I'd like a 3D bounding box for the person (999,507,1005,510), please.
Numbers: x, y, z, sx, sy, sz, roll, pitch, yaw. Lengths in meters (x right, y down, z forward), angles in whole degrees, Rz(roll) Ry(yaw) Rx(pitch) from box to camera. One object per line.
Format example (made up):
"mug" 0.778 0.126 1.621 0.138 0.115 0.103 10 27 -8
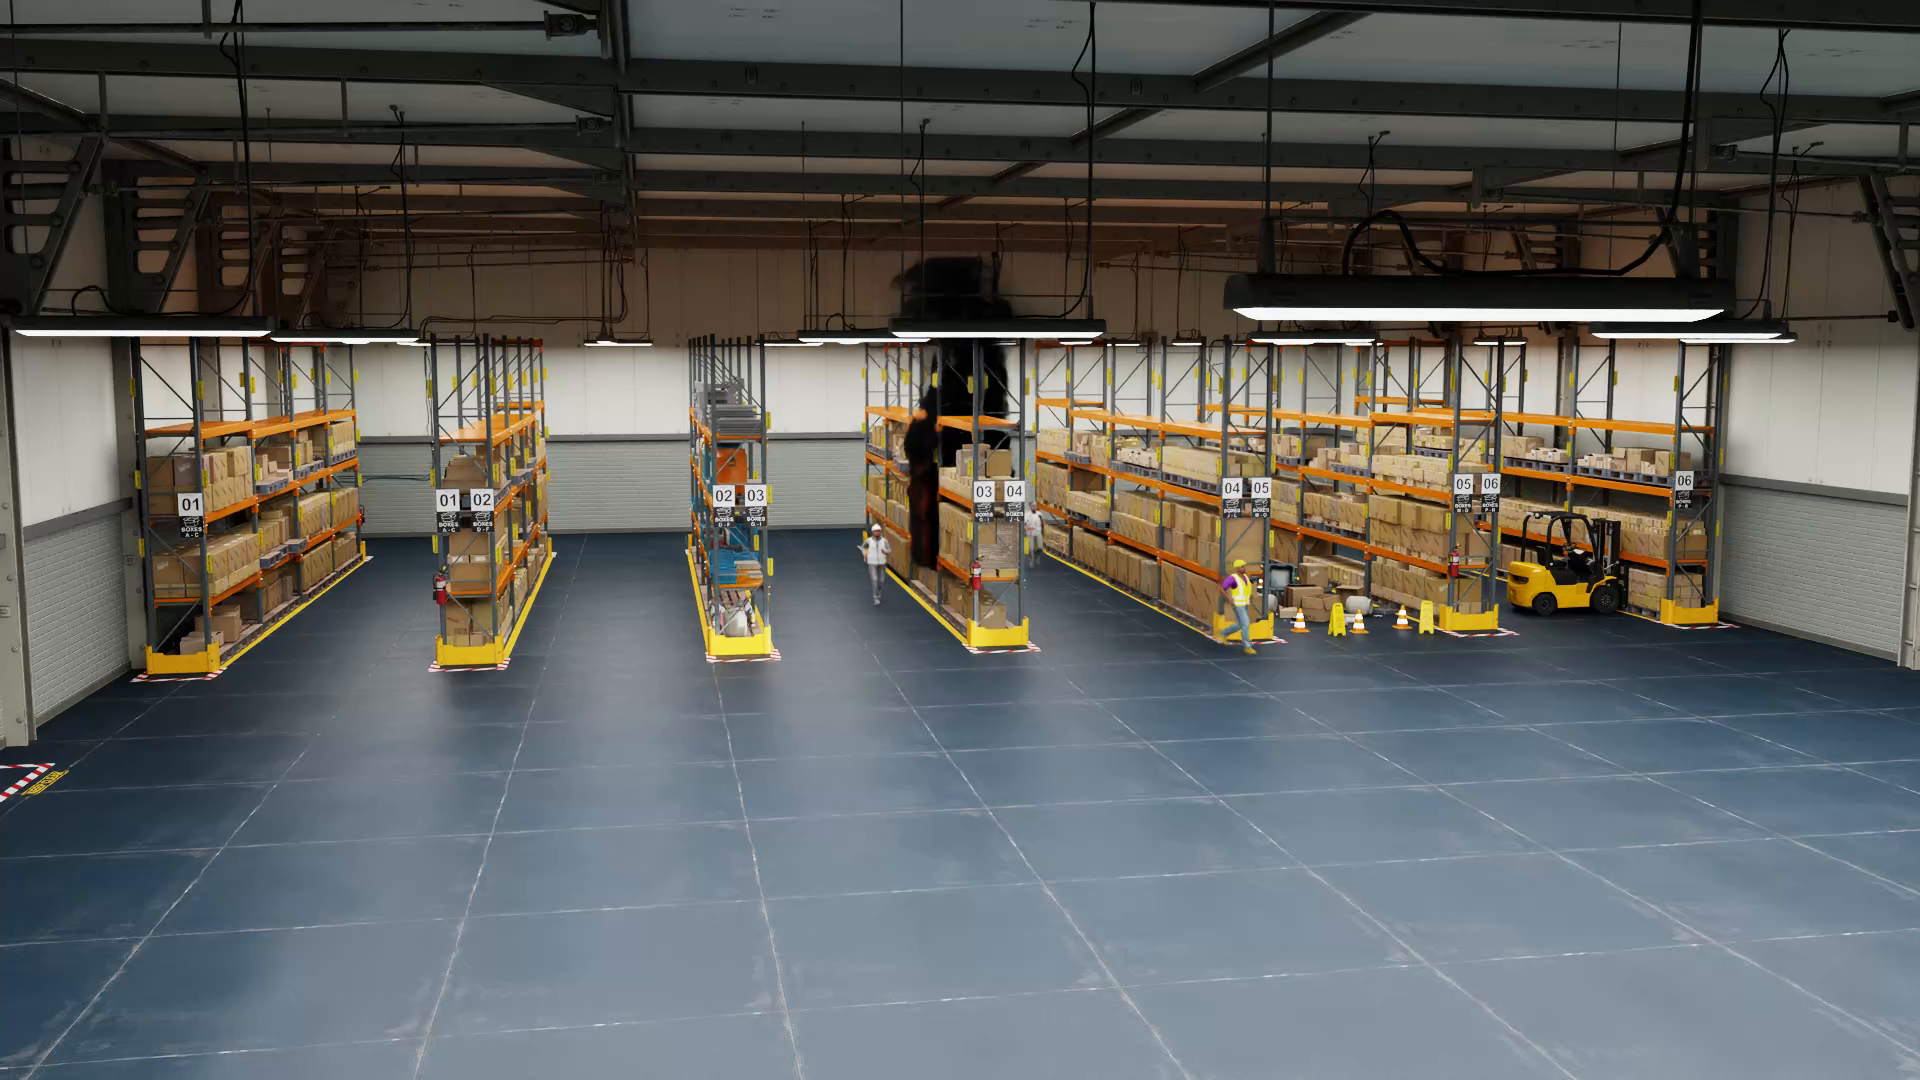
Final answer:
"person" 1.053 -0.603 47.762 0.675 1.732 0.674 -2 7 -18

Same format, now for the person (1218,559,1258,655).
"person" 5.305 1.252 31.582 0.902 1.781 0.749 6 9 40

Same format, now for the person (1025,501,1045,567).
"person" 1.959 -0.155 43.710 0.682 1.759 0.609 -1 7 -11

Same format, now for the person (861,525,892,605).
"person" -1.872 0.529 37.486 0.656 1.758 0.970 -2 7 -13
